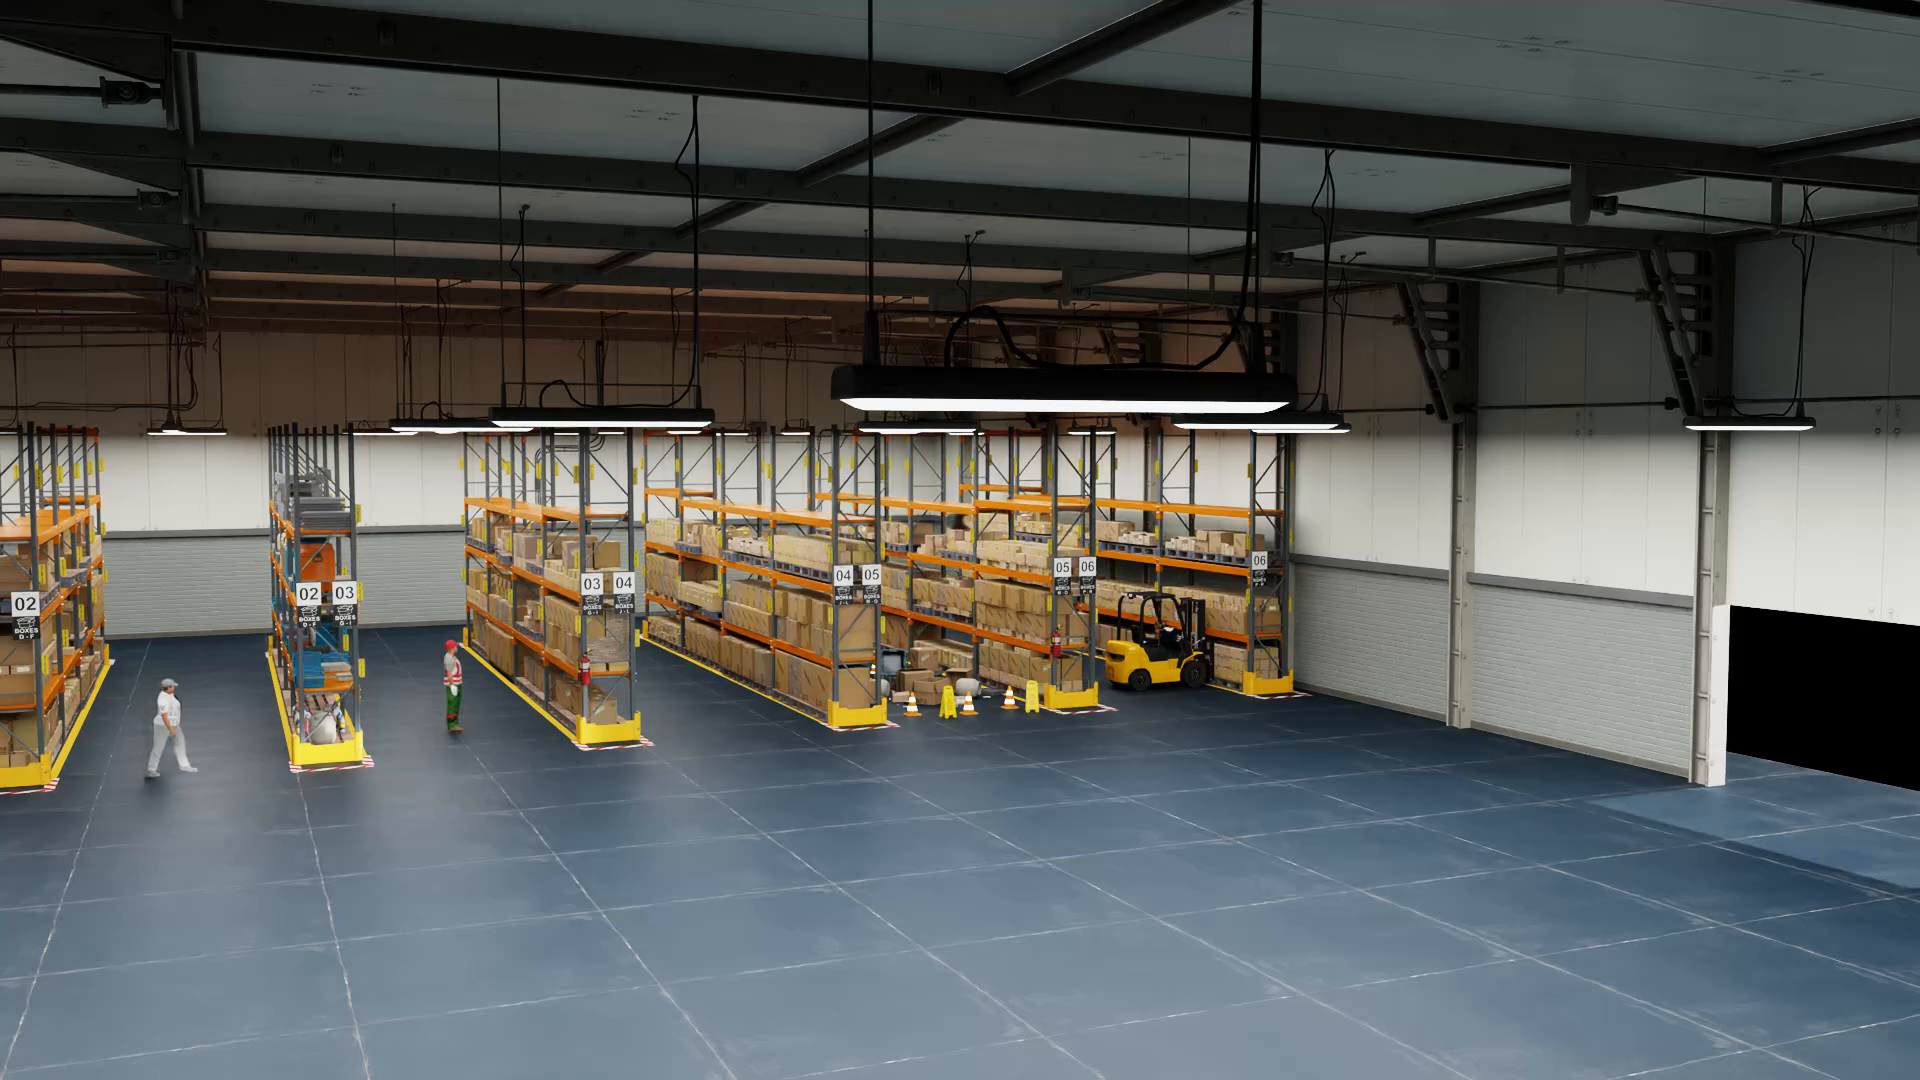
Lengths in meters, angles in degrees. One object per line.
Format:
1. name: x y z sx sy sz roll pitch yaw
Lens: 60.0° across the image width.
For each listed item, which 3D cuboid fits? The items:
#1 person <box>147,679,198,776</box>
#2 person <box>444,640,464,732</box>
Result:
1. person: -13.462 3.178 28.326 0.629 1.667 0.693 0 3 1
2. person: -9.903 2.857 32.551 0.422 1.821 0.614 0 3 4
